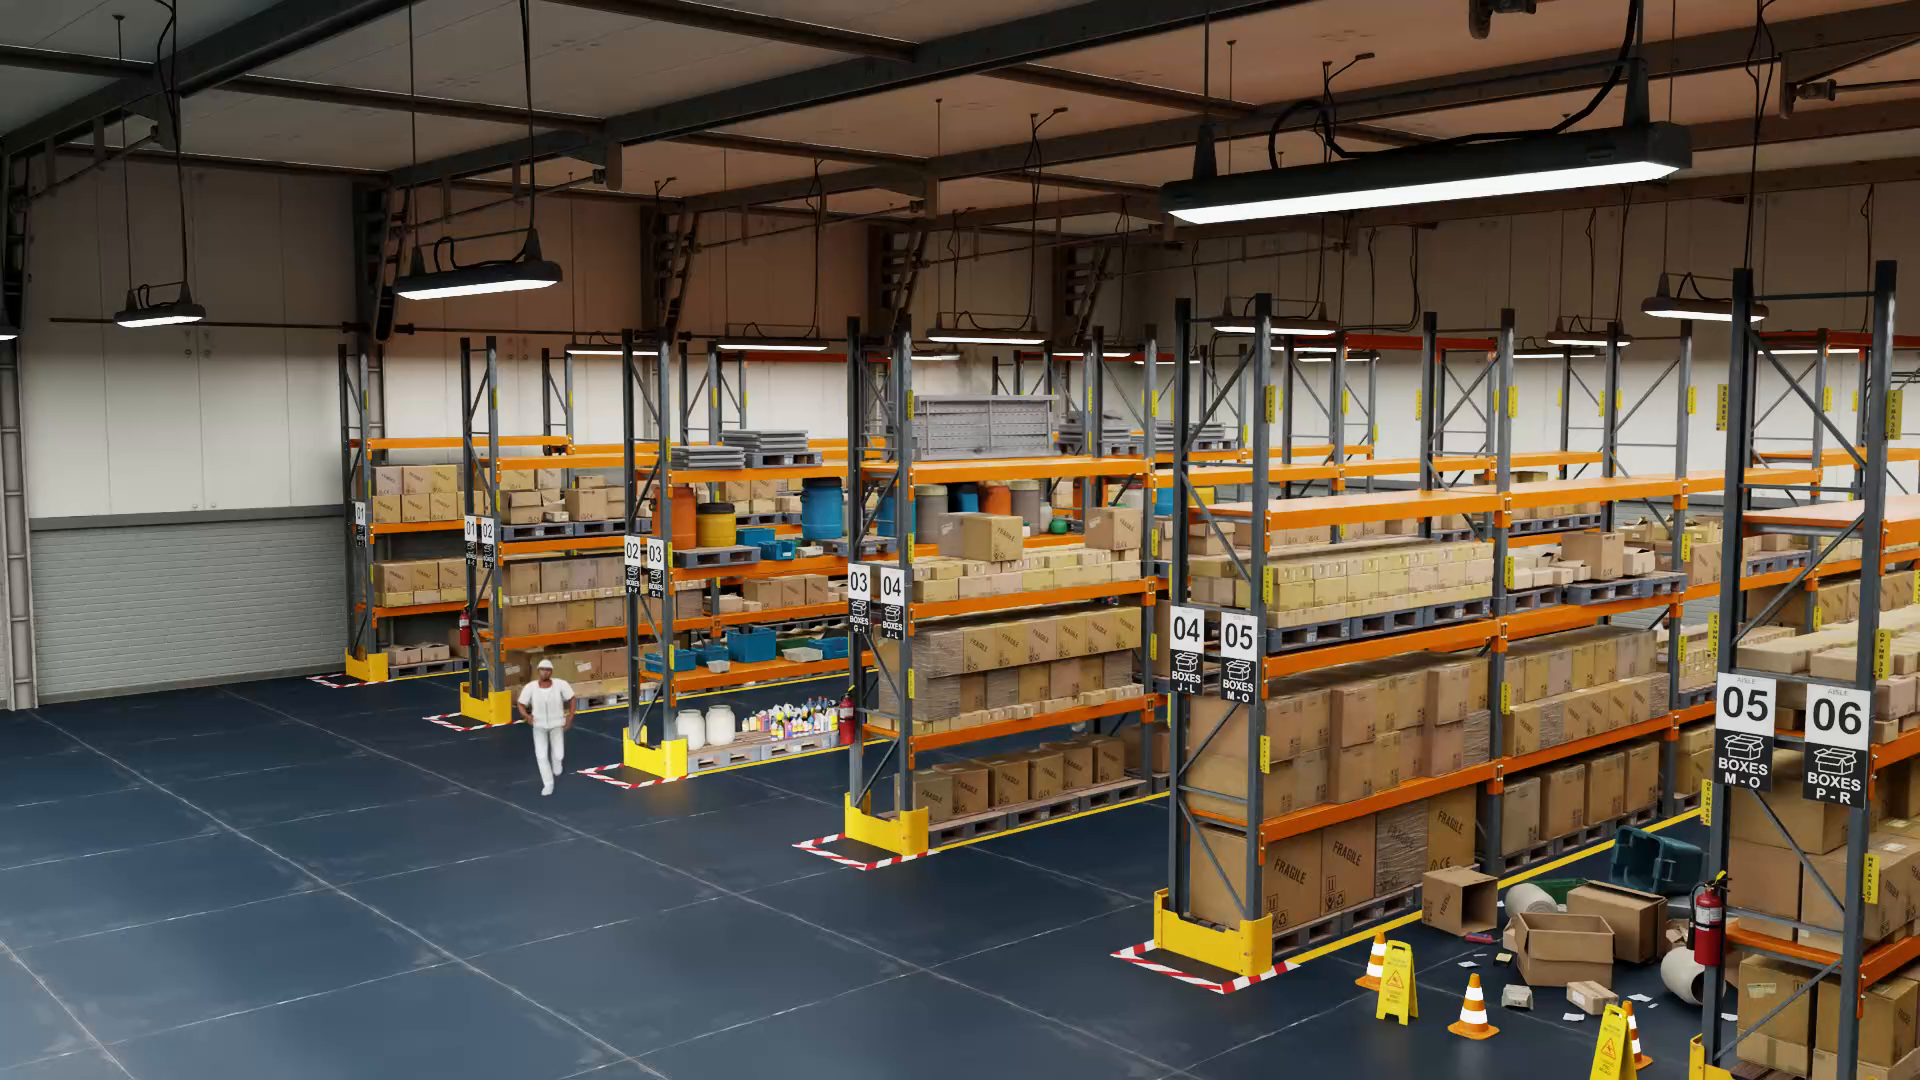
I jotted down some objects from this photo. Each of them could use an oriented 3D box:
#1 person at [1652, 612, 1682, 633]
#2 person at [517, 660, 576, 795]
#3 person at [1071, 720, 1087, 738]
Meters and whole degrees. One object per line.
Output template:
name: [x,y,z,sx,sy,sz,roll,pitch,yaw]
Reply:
person: [11.360,1.979,26.702,0.619,1.716,0.909,5,7,42]
person: [-5.332,2.393,21.486,0.748,1.725,0.584,-1,5,-16]
person: [1.661,2.144,23.784,0.632,1.824,0.705,4,7,39]
